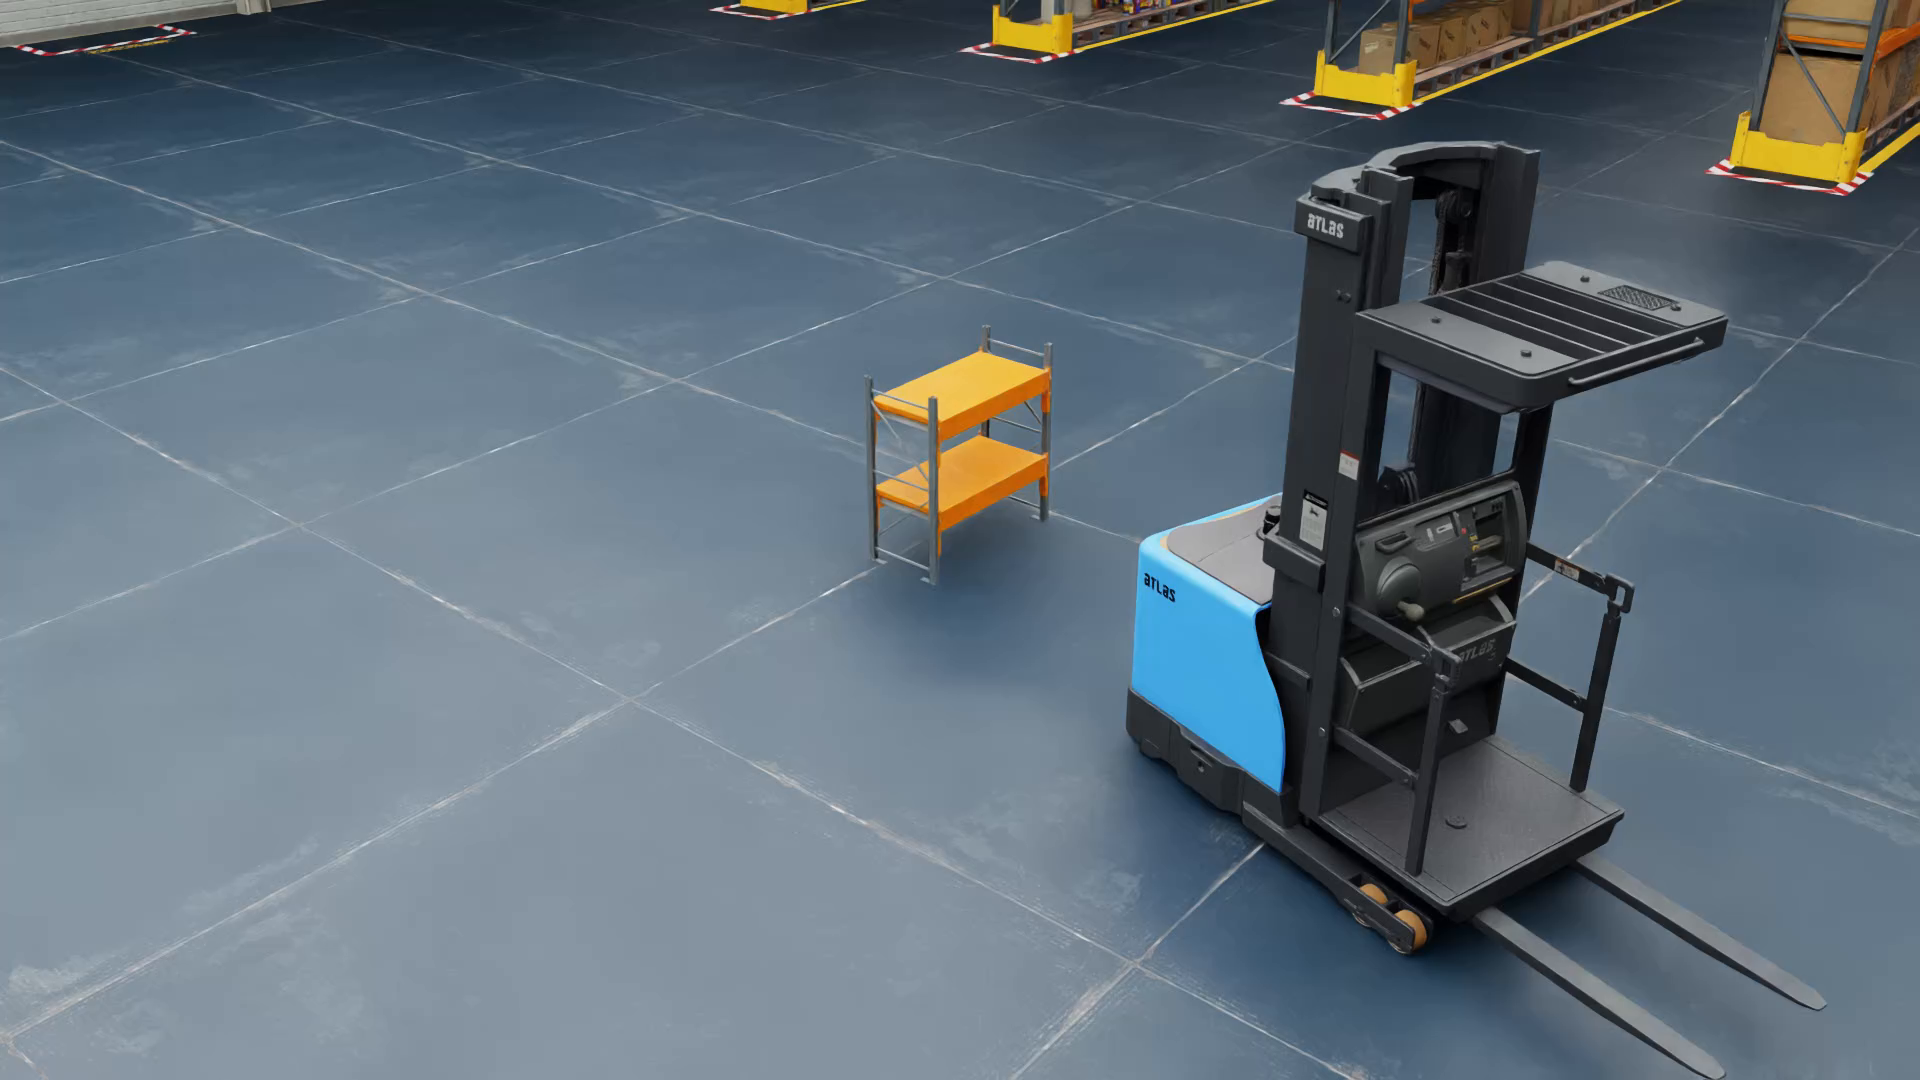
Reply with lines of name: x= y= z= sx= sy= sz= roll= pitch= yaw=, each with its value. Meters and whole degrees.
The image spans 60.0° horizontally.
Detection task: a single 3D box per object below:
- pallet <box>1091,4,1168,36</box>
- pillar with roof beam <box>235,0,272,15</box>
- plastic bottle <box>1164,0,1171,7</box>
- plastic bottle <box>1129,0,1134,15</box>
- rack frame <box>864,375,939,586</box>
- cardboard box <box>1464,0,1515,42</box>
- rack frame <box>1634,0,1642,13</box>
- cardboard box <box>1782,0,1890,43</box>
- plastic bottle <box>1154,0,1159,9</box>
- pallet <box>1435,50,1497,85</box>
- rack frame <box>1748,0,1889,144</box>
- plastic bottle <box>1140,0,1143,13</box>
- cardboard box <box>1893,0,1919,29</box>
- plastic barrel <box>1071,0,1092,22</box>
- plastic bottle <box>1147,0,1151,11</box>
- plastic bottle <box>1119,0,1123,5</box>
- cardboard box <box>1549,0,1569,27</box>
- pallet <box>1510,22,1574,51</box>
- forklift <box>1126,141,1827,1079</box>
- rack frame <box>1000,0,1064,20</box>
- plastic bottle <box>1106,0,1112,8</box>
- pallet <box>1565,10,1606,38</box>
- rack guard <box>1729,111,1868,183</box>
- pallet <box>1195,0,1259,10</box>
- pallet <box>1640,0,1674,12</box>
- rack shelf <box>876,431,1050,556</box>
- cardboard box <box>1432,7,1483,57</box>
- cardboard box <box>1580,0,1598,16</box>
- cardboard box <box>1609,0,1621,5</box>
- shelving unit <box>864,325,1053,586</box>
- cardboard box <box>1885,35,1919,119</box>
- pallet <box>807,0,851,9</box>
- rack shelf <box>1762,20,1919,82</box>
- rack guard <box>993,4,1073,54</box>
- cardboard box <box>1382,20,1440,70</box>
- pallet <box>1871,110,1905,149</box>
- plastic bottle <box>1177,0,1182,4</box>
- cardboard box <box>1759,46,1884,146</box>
pallet: x=2.284 y=-7.591 z=24.193 sx=1.003 sy=0.211 sz=1.213 roll=21 pitch=34 yaw=34
pillar with roof beam: x=-7.387 y=-10.747 z=20.731 sx=9.100 sy=9.000 sz=0.400 roll=21 pitch=34 yaw=34
plastic bottle: x=3.004 y=-8.013 z=24.380 sx=0.144 sy=0.351 sz=0.185 roll=21 pitch=34 yaw=34
plastic bottle: x=2.434 y=-7.612 z=23.767 sx=0.097 sy=0.201 sz=0.097 roll=0 pitch=27 yaw=0
rack frame: x=-0.319 y=-0.322 z=9.148 sx=0.500 sy=1.125 sz=0.032 roll=21 pitch=34 yaw=34
cardboard box: x=7.056 y=-6.988 z=22.258 sx=0.500 sy=0.500 sz=0.500 roll=20 pitch=33 yaw=33
rack frame: x=9.885 y=-9.460 z=24.773 sx=1.000 sy=3.000 sz=0.127 roll=21 pitch=34 yaw=34
cardboard box: x=8.761 y=-5.350 z=16.664 sx=0.875 sy=0.550 sz=0.550 roll=21 pitch=34 yaw=34
plastic bottle: x=2.844 y=-7.841 z=24.209 sx=0.097 sy=0.201 sz=0.097 roll=0 pitch=27 yaw=0
pallet: x=6.165 y=-6.121 z=21.352 sx=1.003 sy=0.211 sz=1.213 roll=21 pitch=34 yaw=34
rack frame: x=8.560 y=-5.139 z=16.418 sx=1.000 sy=3.000 sz=0.127 roll=21 pitch=34 yaw=34
plastic bottle: x=2.586 y=-7.728 z=23.915 sx=0.097 sy=0.271 sz=0.097 roll=0 pitch=27 yaw=0
cardboard box: x=9.547 y=-5.713 z=17.366 sx=0.875 sy=0.550 sz=0.550 roll=21 pitch=34 yaw=34
plastic barrel: x=1.653 y=-7.586 z=23.401 sx=0.421 sy=0.512 sz=0.421 roll=0 pitch=27 yaw=0
plastic bottle: x=2.713 y=-7.768 z=24.068 sx=0.097 sy=0.201 sz=0.097 roll=0 pitch=27 yaw=0
plastic bottle: x=2.425 y=-8.058 z=24.548 sx=0.152 sy=0.276 sz=0.135 roll=21 pitch=34 yaw=34
cardboard box: x=8.066 y=-7.502 z=23.229 sx=0.700 sy=0.500 sz=0.500 roll=21 pitch=34 yaw=34
pallet: x=7.835 y=-7.080 z=23.206 sx=1.003 sy=0.211 sz=1.213 roll=21 pitch=34 yaw=34
forklift: x=2.022 y=0.084 z=6.398 sx=1.130 sy=2.935 sz=3.031 roll=-17 pitch=32 yaw=-30
rack frame: x=0.975 y=-8.072 z=22.088 sx=1.000 sy=3.000 sz=0.127 roll=21 pitch=34 yaw=34
plastic bottle: x=2.182 y=-7.904 z=24.331 sx=0.097 sy=0.201 sz=0.097 roll=0 pitch=27 yaw=0
pallet: x=8.611 y=-7.515 z=24.046 sx=1.003 sy=0.211 sz=1.213 roll=21 pitch=34 yaw=34
rack guard: x=8.544 y=-4.020 z=16.976 sx=1.175 sy=0.500 sz=0.348 roll=21 pitch=34 yaw=34
pallet: x=3.988 y=-8.541 z=26.030 sx=1.003 sy=0.211 sz=1.213 roll=21 pitch=34 yaw=34
pallet: x=10.445 y=-8.479 z=25.911 sx=1.003 sy=0.211 sz=1.213 roll=21 pitch=34 yaw=34
rack shelf: x=0.004 y=-0.285 z=9.609 sx=0.538 sy=0.278 sz=1.000 roll=21 pitch=34 yaw=34
cardboard box: x=6.363 y=-6.540 z=21.391 sx=0.500 sy=0.500 sz=0.500 roll=17 pitch=32 yaw=30
cardboard box: x=8.776 y=-7.899 z=23.996 sx=0.700 sy=0.500 sz=0.500 roll=24 pitch=36 yaw=38
cardboard box: x=9.474 y=-8.302 z=24.775 sx=0.700 sy=0.500 sz=0.500 roll=19 pitch=33 yaw=32
shelving unit: x=0.004 y=-0.502 z=9.496 sx=0.538 sy=1.125 sz=1.048 roll=21 pitch=34 yaw=34
cardboard box: x=10.079 y=-5.276 z=18.540 sx=0.875 sy=0.875 sz=0.875 roll=21 pitch=34 yaw=35
pallet: x=-2.391 y=-8.565 z=26.077 sx=1.003 sy=0.211 sz=1.213 roll=21 pitch=34 yaw=34
rack shelf: x=9.832 y=-5.528 z=17.954 sx=1.077 sy=0.370 sz=4.000 roll=21 pitch=34 yaw=34
rack guard: x=0.987 y=-7.002 z=22.741 sx=1.175 sy=0.500 sz=0.348 roll=21 pitch=34 yaw=34
cardboard box: x=5.560 y=-6.139 z=20.615 sx=0.500 sy=0.500 sz=0.500 roll=-18 pitch=32 yaw=-31
pallet: x=9.784 y=-4.637 z=18.484 sx=1.003 sy=0.211 sz=1.213 roll=21 pitch=34 yaw=34
plastic bottle: x=3.210 y=-8.128 z=24.601 sx=0.144 sy=0.351 sz=0.185 roll=19 pitch=33 yaw=32
cardboard box: x=8.940 y=-4.641 z=17.312 sx=0.875 sy=0.875 sz=0.875 roll=21 pitch=34 yaw=35
